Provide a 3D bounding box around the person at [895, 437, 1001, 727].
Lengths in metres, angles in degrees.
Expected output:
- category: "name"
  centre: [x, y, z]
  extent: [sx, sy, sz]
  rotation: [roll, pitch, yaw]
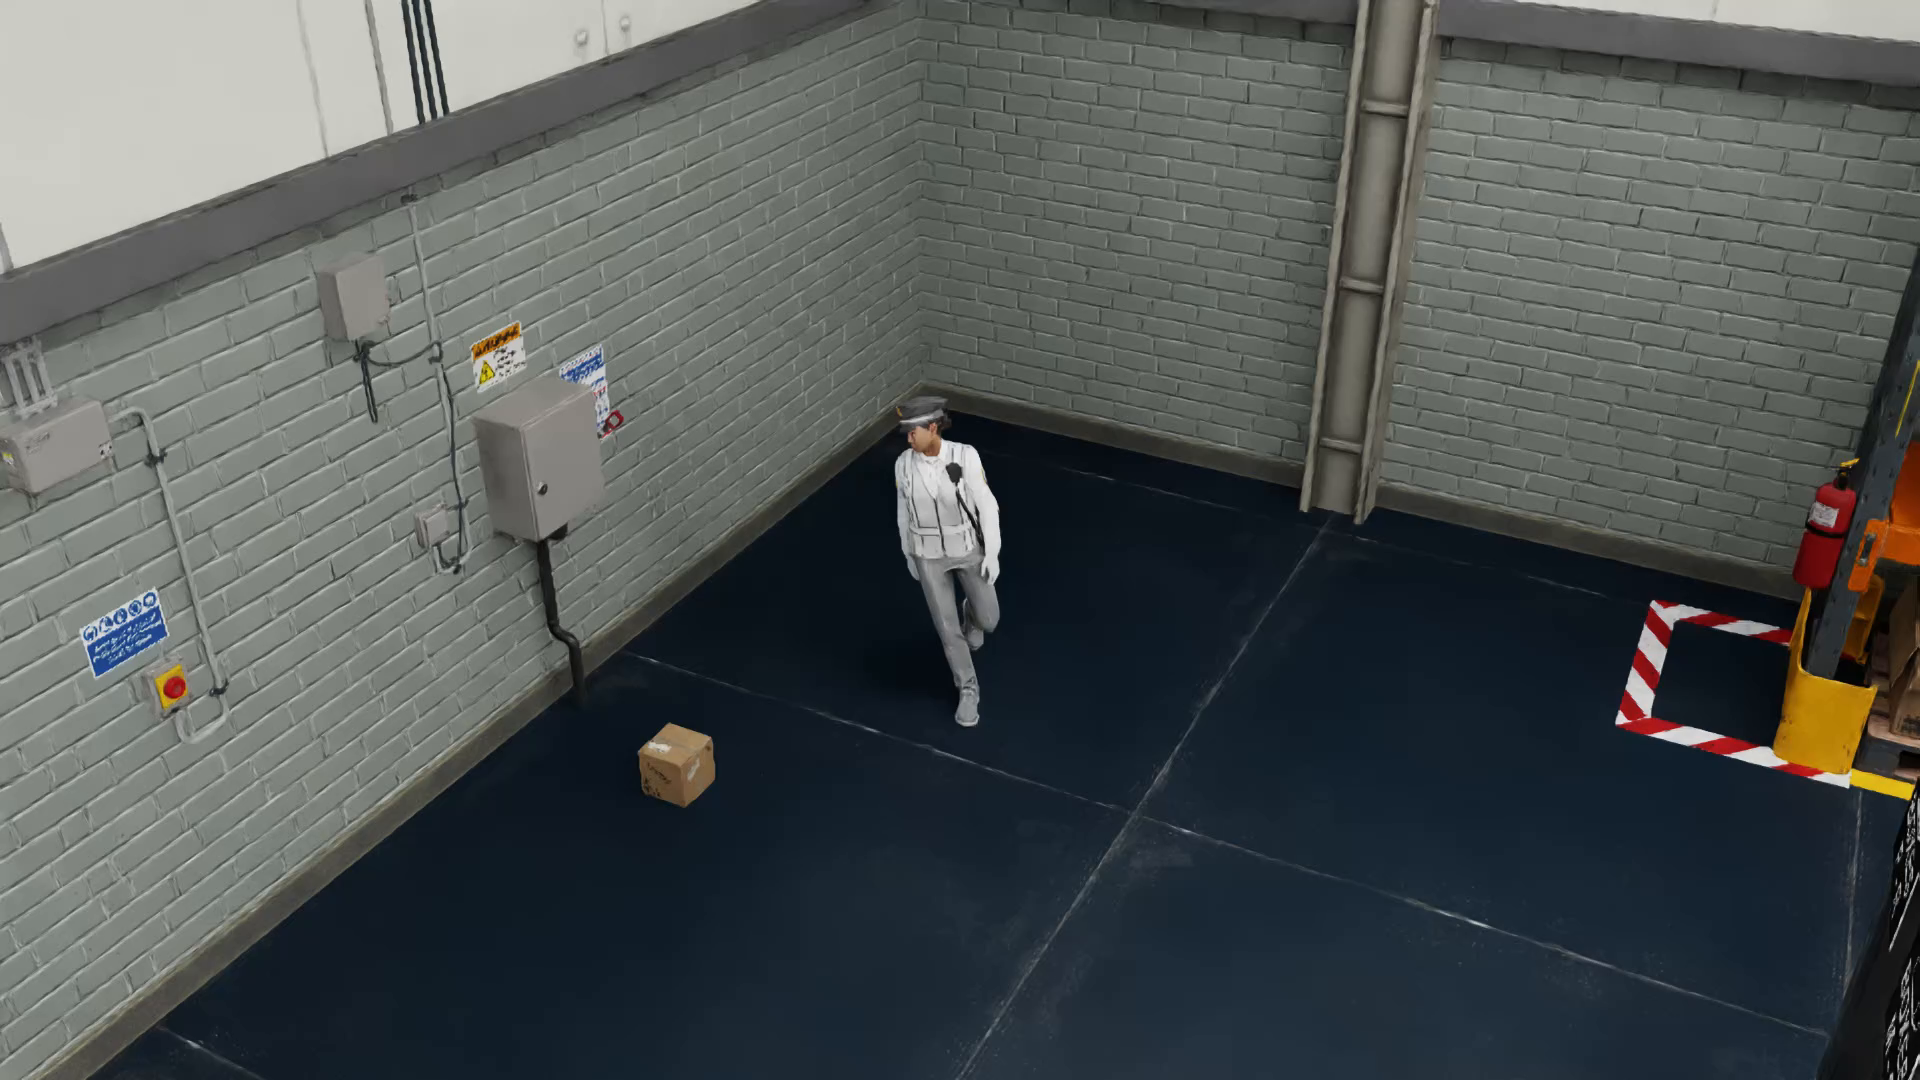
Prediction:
- category: "person"
  centre: [-0.058, 0.153, 8.265]
  extent: [0.525, 1.409, 0.704]
  rotation: [2, 30, 4]
